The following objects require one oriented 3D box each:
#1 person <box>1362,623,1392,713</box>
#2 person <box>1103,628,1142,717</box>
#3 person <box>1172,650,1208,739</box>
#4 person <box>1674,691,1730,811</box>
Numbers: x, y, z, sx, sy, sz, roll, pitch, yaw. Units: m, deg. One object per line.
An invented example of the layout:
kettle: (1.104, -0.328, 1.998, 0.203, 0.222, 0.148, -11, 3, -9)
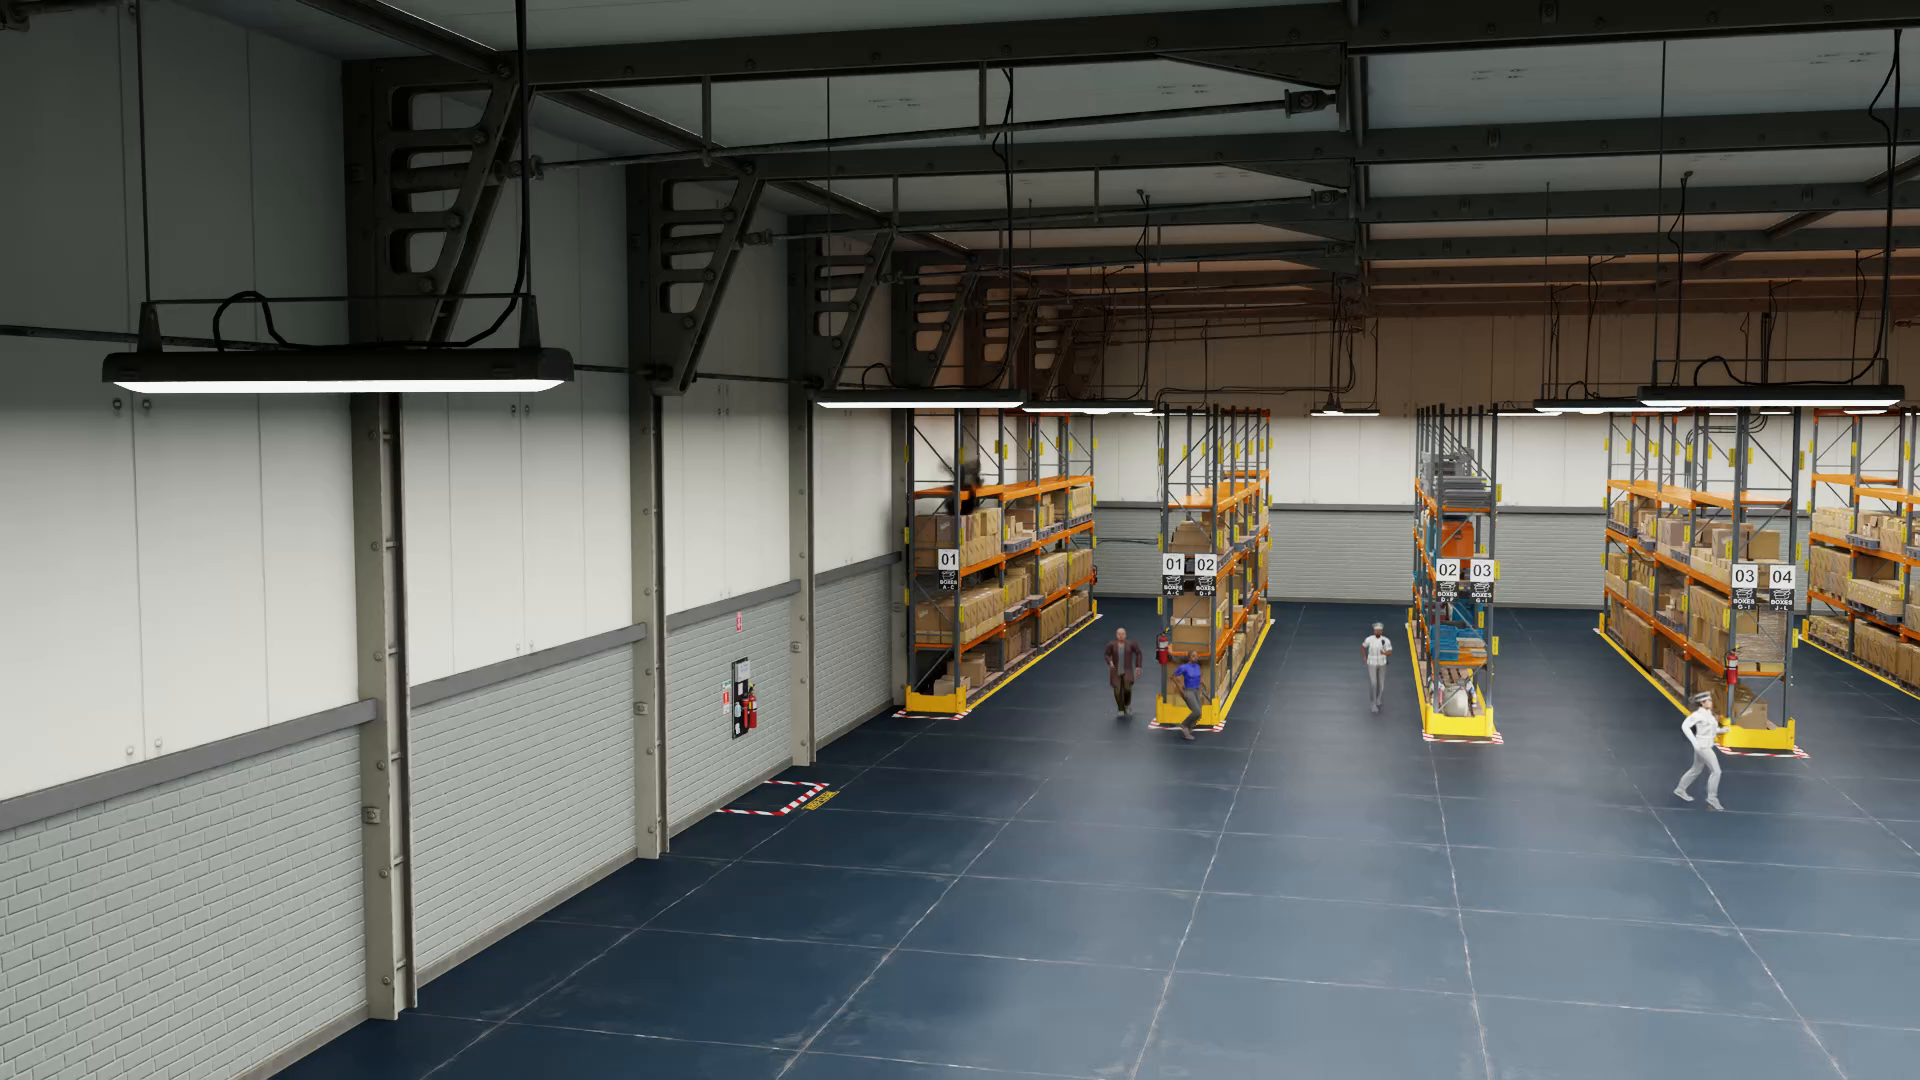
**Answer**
person: (8.207, 2.479, 32.710, 0.562, 1.721, 0.855, 0, 4, 6)
person: (3.100, 2.606, 31.815, 0.723, 1.601, 0.732, 1, 4, 12)
person: (4.160, 2.766, 29.685, 0.595, 1.609, 0.534, -3, 5, -39)
person: (10.941, 3.093, 24.521, 0.761, 1.748, 0.581, 3, 5, 33)
